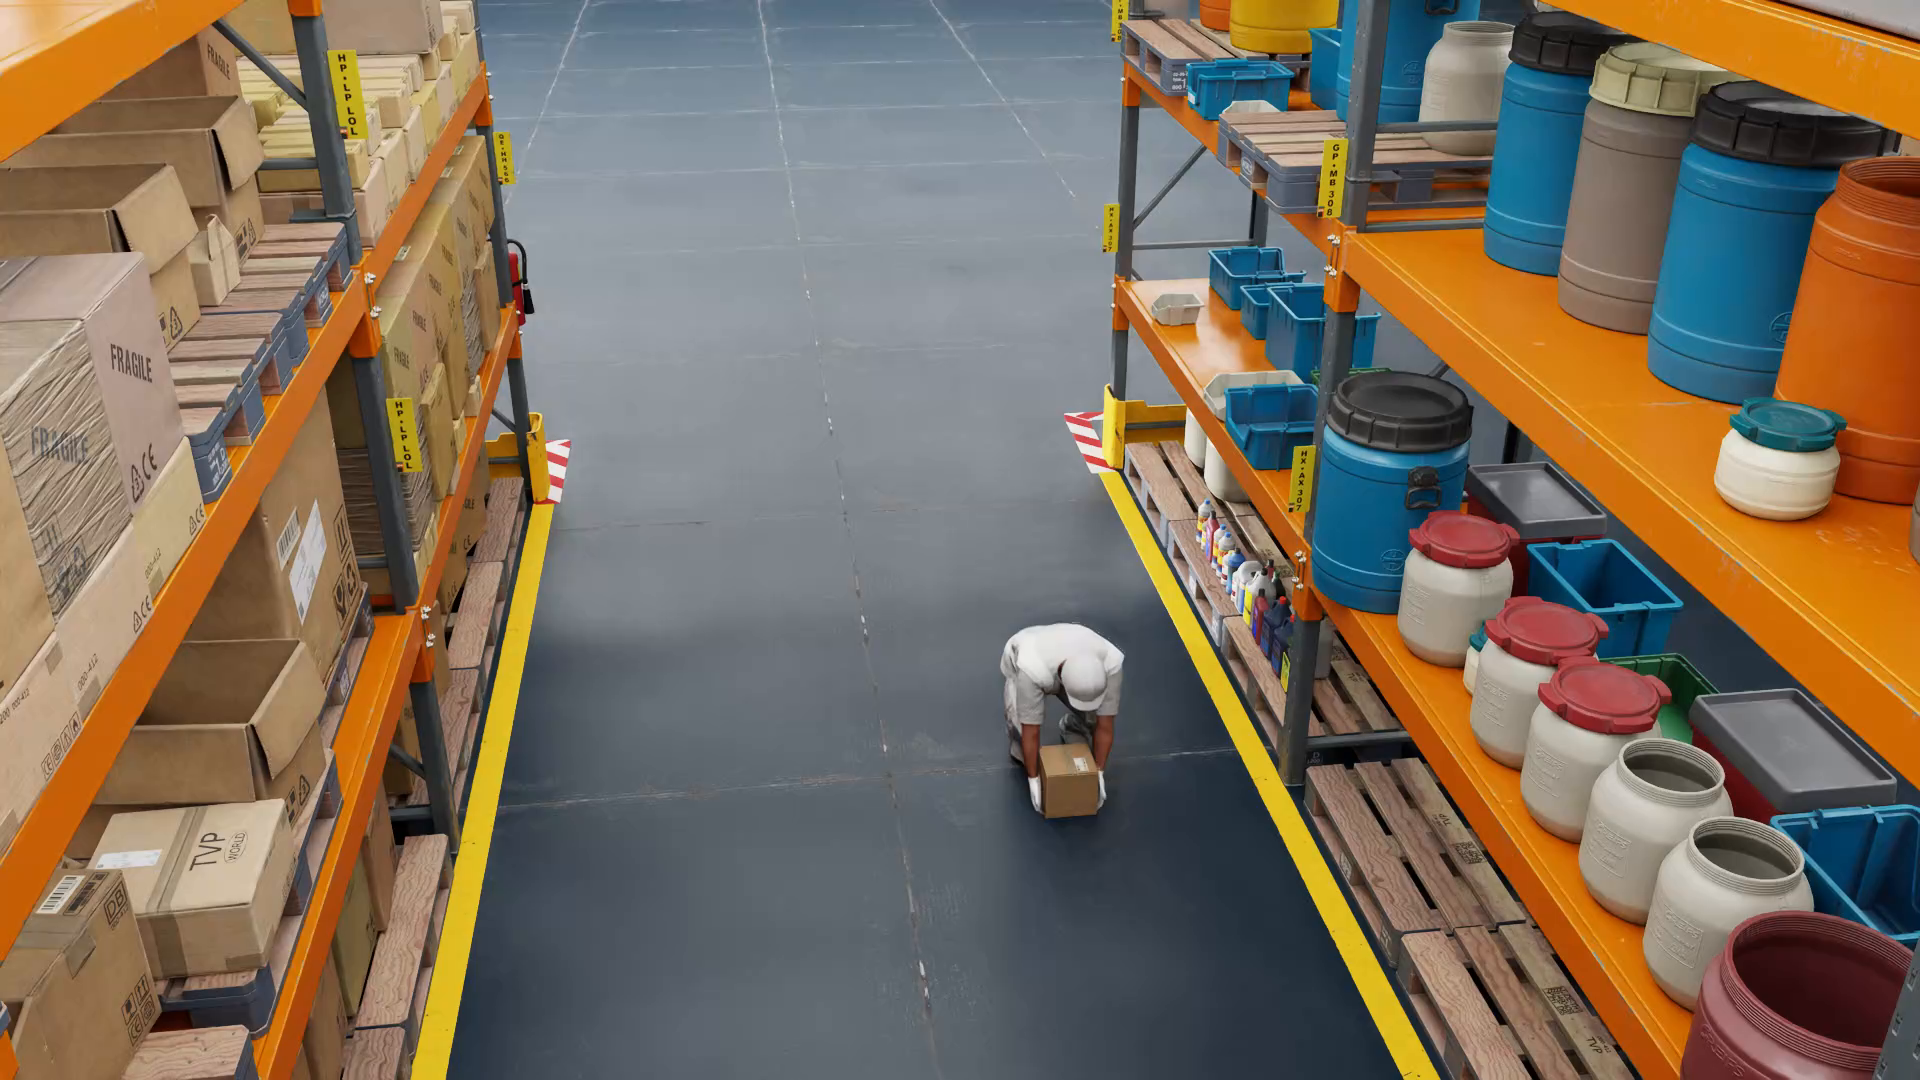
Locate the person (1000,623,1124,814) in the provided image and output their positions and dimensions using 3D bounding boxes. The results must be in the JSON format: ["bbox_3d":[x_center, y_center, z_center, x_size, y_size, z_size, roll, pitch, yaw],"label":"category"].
[{"bbox_3d":[0.497,0.775,8.177,0.571,0.884,0.919,-4,27,-7],"label":"person"}]
